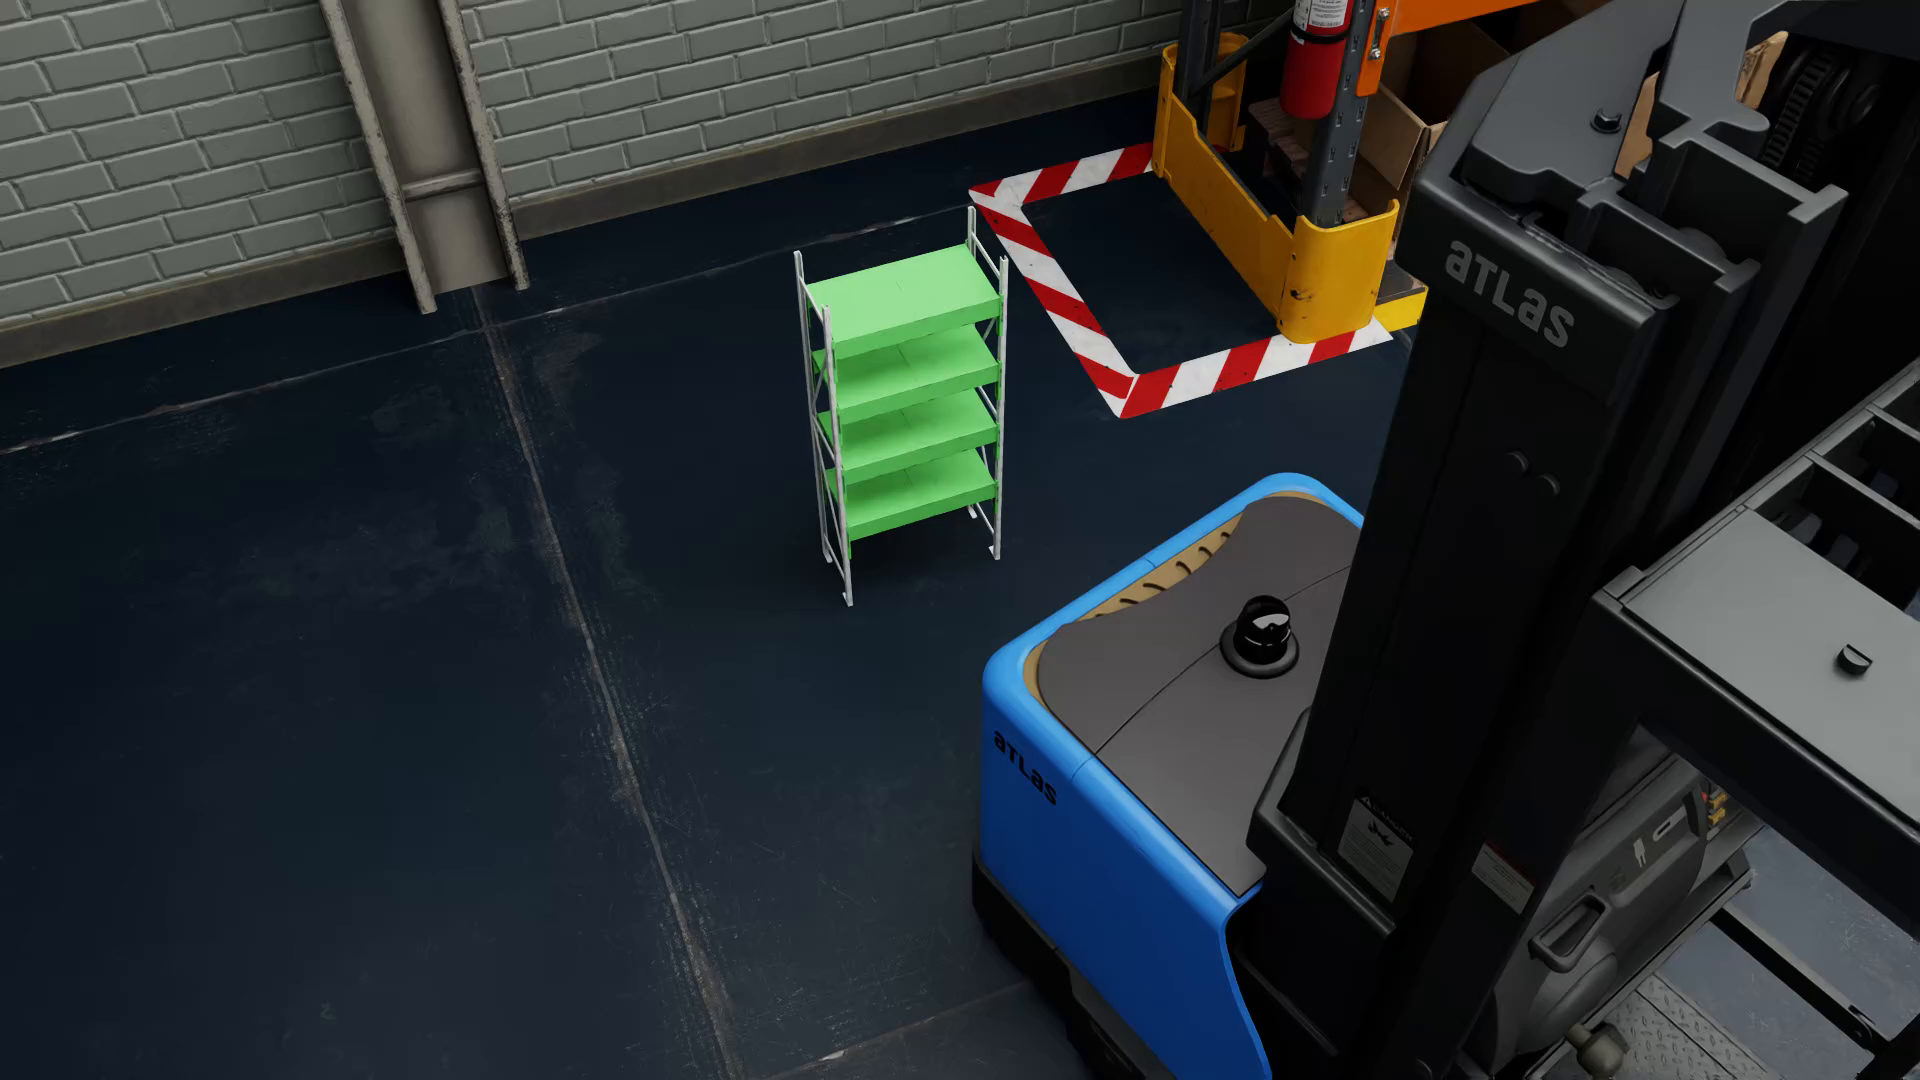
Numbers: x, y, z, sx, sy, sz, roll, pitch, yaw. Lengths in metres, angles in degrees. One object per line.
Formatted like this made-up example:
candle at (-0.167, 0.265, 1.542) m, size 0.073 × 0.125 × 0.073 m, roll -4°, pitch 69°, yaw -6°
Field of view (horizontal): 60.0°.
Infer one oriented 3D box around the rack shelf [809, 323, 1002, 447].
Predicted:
rack shelf at (-0.153, -0.458, 4.620) m, size 0.480 × 0.148 × 0.258 m, roll -17°, pitch 52°, yaw -14°

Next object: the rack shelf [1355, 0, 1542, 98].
rack shelf at (2.889, -2.427, 5.831) m, size 4.000 × 0.370 × 1.077 m, roll -17°, pitch 52°, yaw -14°

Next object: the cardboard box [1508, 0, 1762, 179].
cardboard box at (2.445, -1.737, 6.135) m, size 0.500 × 0.500 × 0.700 m, roll -15°, pitch 51°, yaw -13°

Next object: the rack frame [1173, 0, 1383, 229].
rack frame at (1.037, -2.087, 5.065) m, size 0.127 × 3.000 × 1.000 m, roll -17°, pitch 52°, yaw -14°

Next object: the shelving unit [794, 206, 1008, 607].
shelving unit at (-0.153, -0.343, 4.754) m, size 0.503 × 1.200 × 0.258 m, roll -17°, pitch 52°, yaw -14°

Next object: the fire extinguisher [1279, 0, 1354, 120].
fire extinguisher at (1.076, -1.574, 4.921) m, size 0.183 × 0.674 × 0.296 m, roll -17°, pitch 52°, yaw -14°

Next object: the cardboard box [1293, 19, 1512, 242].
cardboard box at (1.639, -1.520, 5.947) m, size 0.637 × 0.503 × 0.797 m, roll -19°, pitch 52°, yaw -16°

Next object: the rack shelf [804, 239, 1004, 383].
rack shelf at (-0.153, -0.614, 4.438) m, size 0.480 × 0.148 × 0.258 m, roll -17°, pitch 52°, yaw -14°

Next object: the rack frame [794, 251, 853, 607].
rack frame at (-0.379, -0.273, 4.694) m, size 0.015 × 1.200 × 0.240 m, roll -17°, pitch 52°, yaw -14°

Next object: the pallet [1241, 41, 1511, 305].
pallet at (1.845, -1.430, 6.339) m, size 1.213 × 0.211 × 1.003 m, roll -17°, pitch 52°, yaw -14°

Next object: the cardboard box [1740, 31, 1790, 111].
cardboard box at (2.973, -1.818, 6.205) m, size 0.500 × 0.500 × 0.500 m, roll -16°, pitch 51°, yaw -14°

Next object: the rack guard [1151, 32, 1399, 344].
rack guard at (1.108, -1.295, 6.032) m, size 0.348 × 0.500 × 1.175 m, roll -17°, pitch 52°, yaw -14°

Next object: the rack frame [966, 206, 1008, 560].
rack frame at (0.073, -0.413, 4.814) m, size 0.015 × 1.200 × 0.240 m, roll -17°, pitch 52°, yaw -14°

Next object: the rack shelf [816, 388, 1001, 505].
rack shelf at (-0.153, -0.302, 4.802) m, size 0.480 × 0.148 × 0.258 m, roll -17°, pitch 52°, yaw -14°

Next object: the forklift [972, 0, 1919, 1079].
forklift at (1.341, 0.660, 2.752) m, size 1.130 × 2.935 × 3.031 m, roll -31°, pitch 56°, yaw -24°

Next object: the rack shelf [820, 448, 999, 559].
rack shelf at (-0.153, -0.145, 4.985) m, size 0.480 × 0.148 × 0.258 m, roll -17°, pitch 52°, yaw -14°
